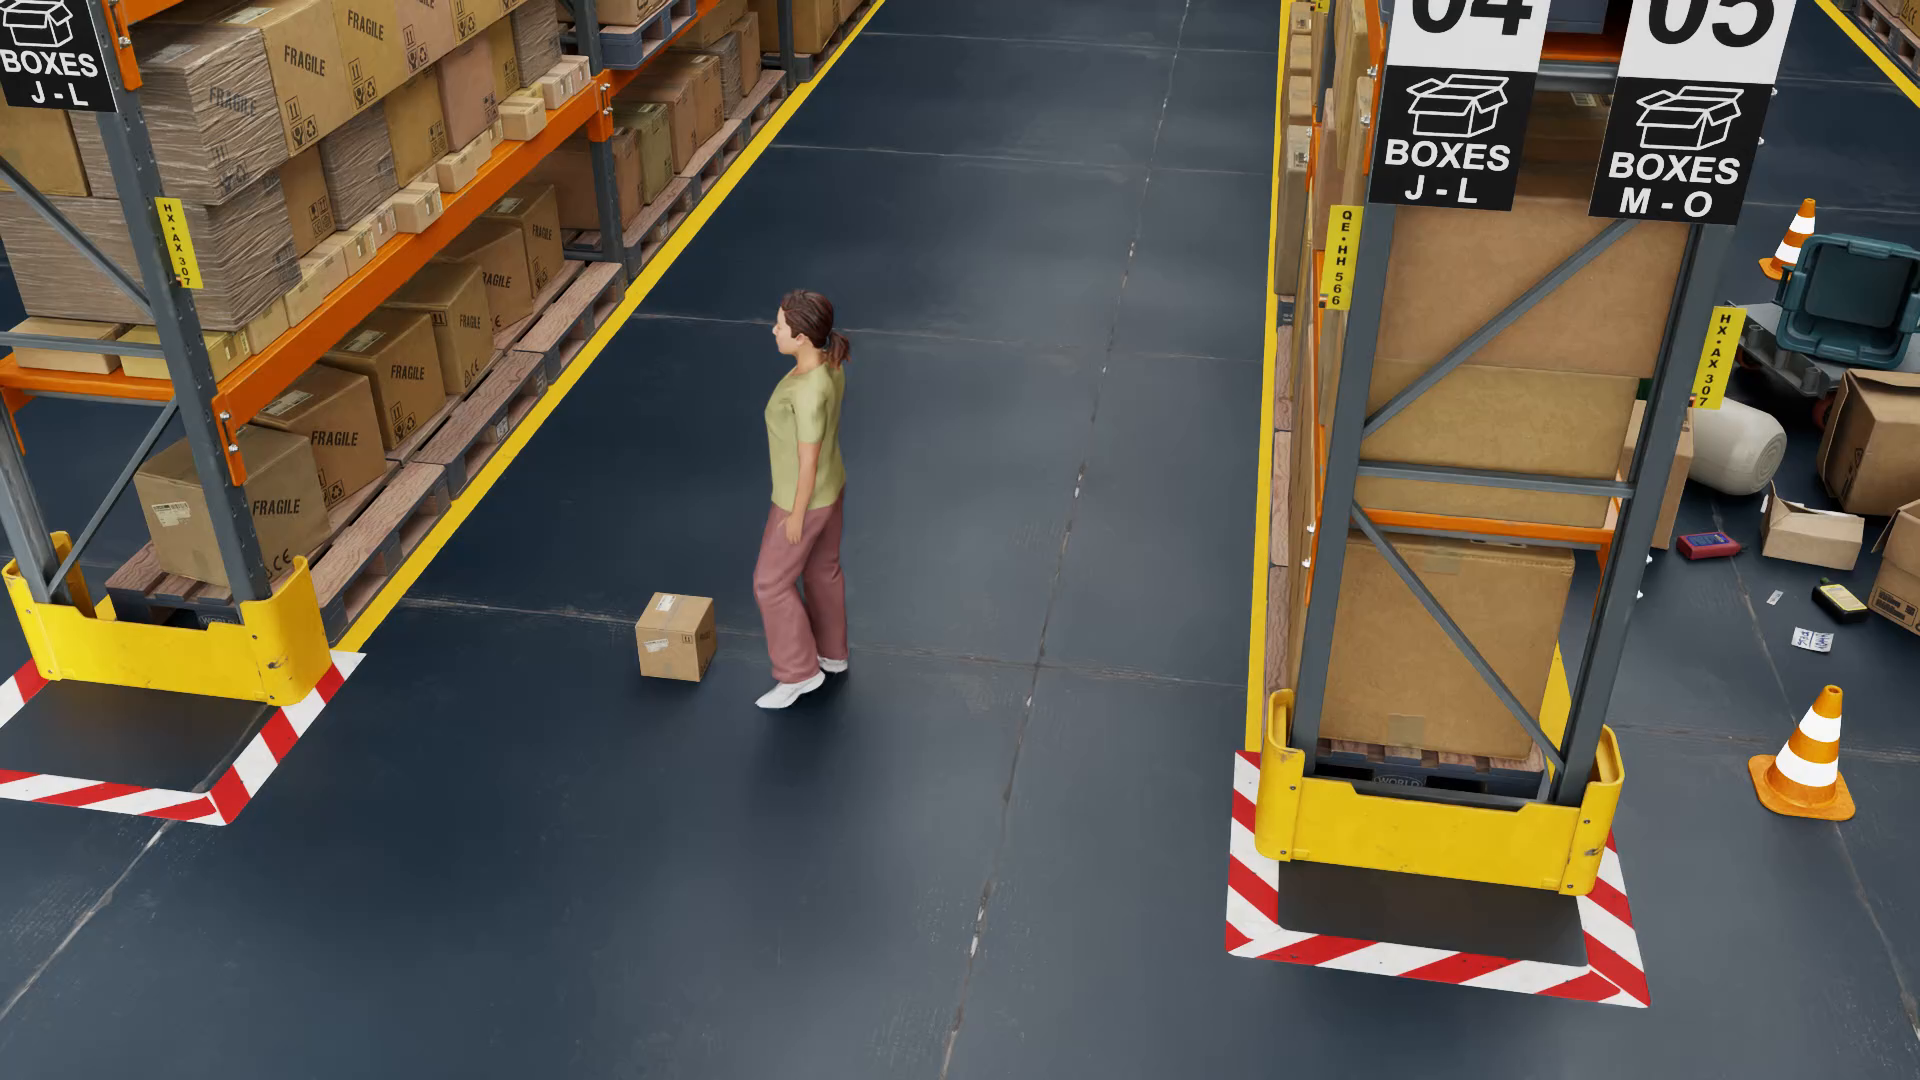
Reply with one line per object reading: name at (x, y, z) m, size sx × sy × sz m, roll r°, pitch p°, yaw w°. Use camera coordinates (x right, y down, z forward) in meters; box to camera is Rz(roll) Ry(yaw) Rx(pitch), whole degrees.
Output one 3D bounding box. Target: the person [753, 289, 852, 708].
person at (-0.594, -0.143, 6.386) m, size 0.401 × 1.717 × 0.501 m, roll 4°, pitch 33°, yaw 7°
